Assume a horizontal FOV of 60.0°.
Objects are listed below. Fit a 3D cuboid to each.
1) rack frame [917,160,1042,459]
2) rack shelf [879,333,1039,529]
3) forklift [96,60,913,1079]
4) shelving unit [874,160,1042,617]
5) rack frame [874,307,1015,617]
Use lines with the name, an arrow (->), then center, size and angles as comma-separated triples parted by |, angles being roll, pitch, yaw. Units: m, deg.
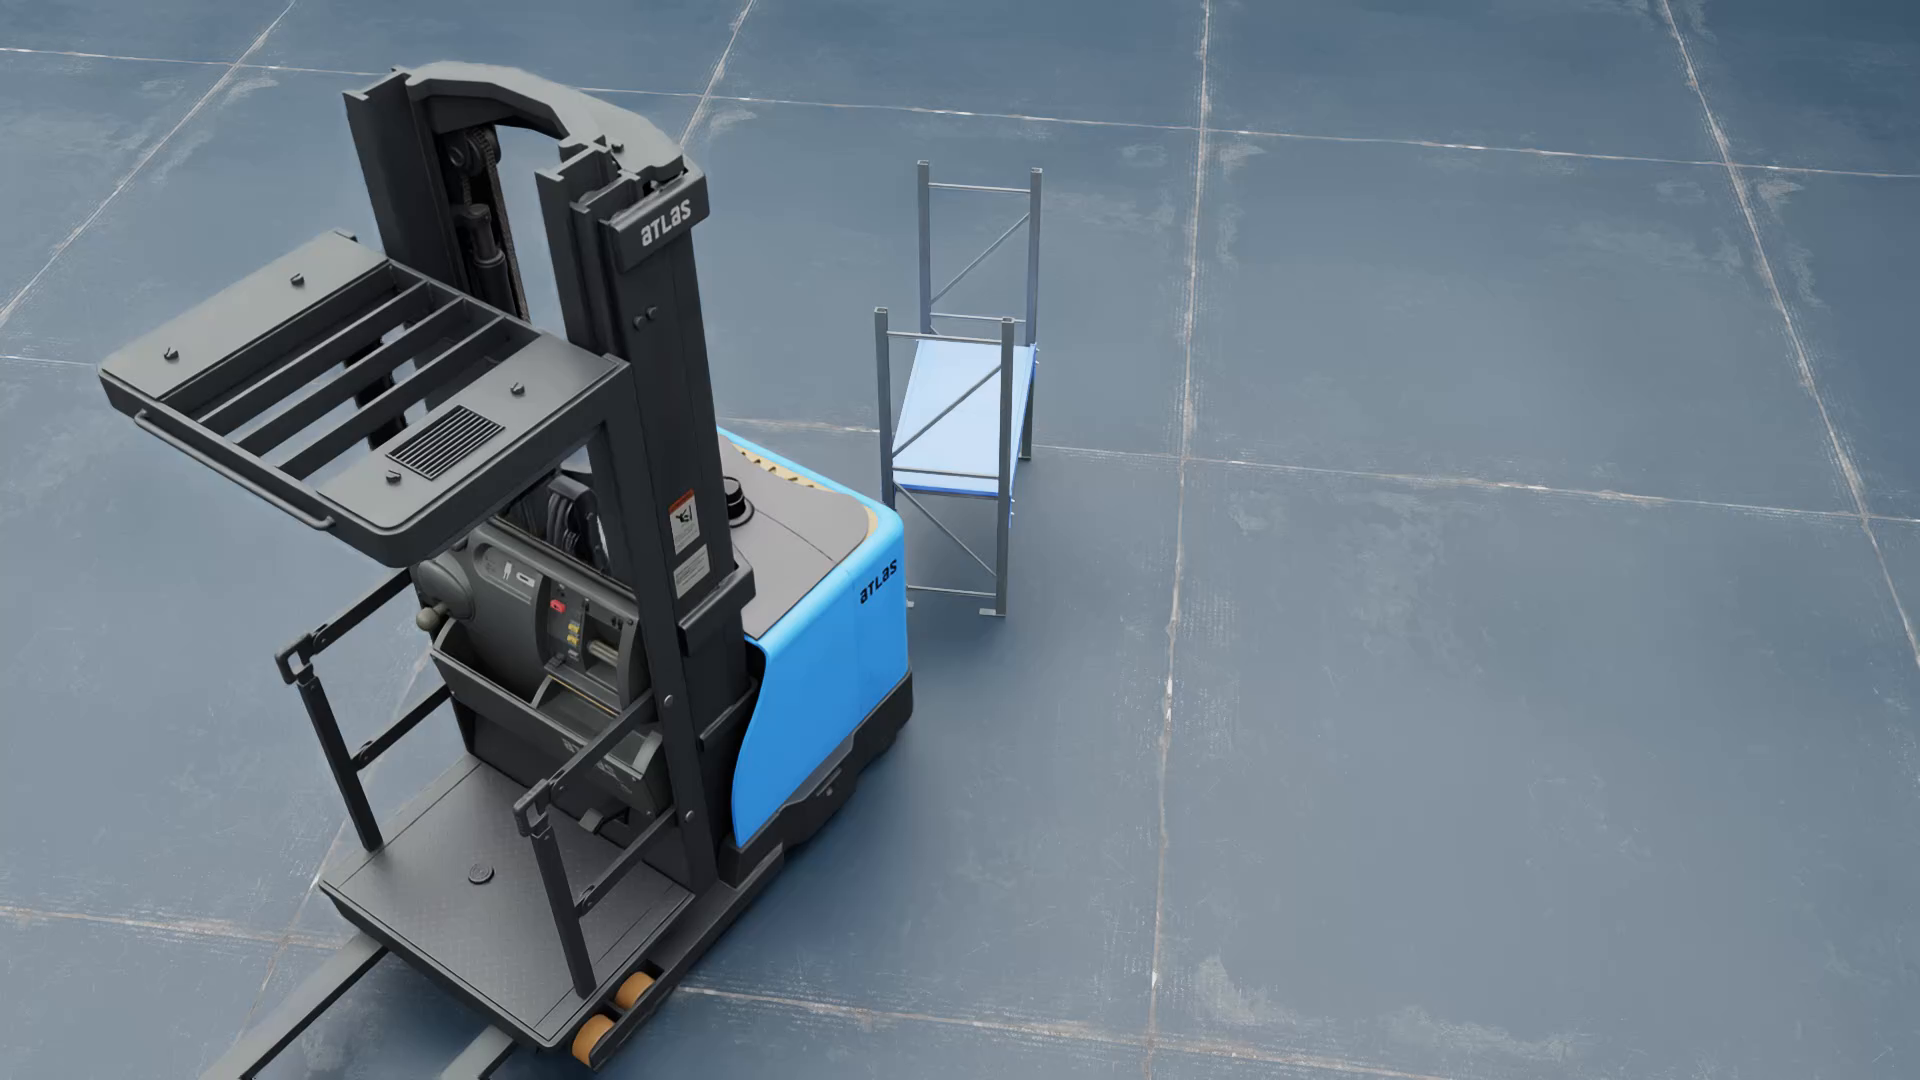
rack frame -> 0.078, -0.949, 7.162 | 0.500, 1.500, 0.032 | 5, 44, 6
rack shelf -> 0.011, -0.472, 6.919 | 0.538, 0.185, 1.000 | 5, 44, 6
forklift -> -1.431, 0.273, 4.830 | 1.130, 2.935, 3.031 | 25, 49, 24
shelving unit -> 0.011, -0.603, 6.796 | 0.538, 1.500, 1.048 | 5, 44, 6
rack frame -> -0.056, -0.256, 6.430 | 0.500, 1.500, 0.032 | 5, 44, 6
